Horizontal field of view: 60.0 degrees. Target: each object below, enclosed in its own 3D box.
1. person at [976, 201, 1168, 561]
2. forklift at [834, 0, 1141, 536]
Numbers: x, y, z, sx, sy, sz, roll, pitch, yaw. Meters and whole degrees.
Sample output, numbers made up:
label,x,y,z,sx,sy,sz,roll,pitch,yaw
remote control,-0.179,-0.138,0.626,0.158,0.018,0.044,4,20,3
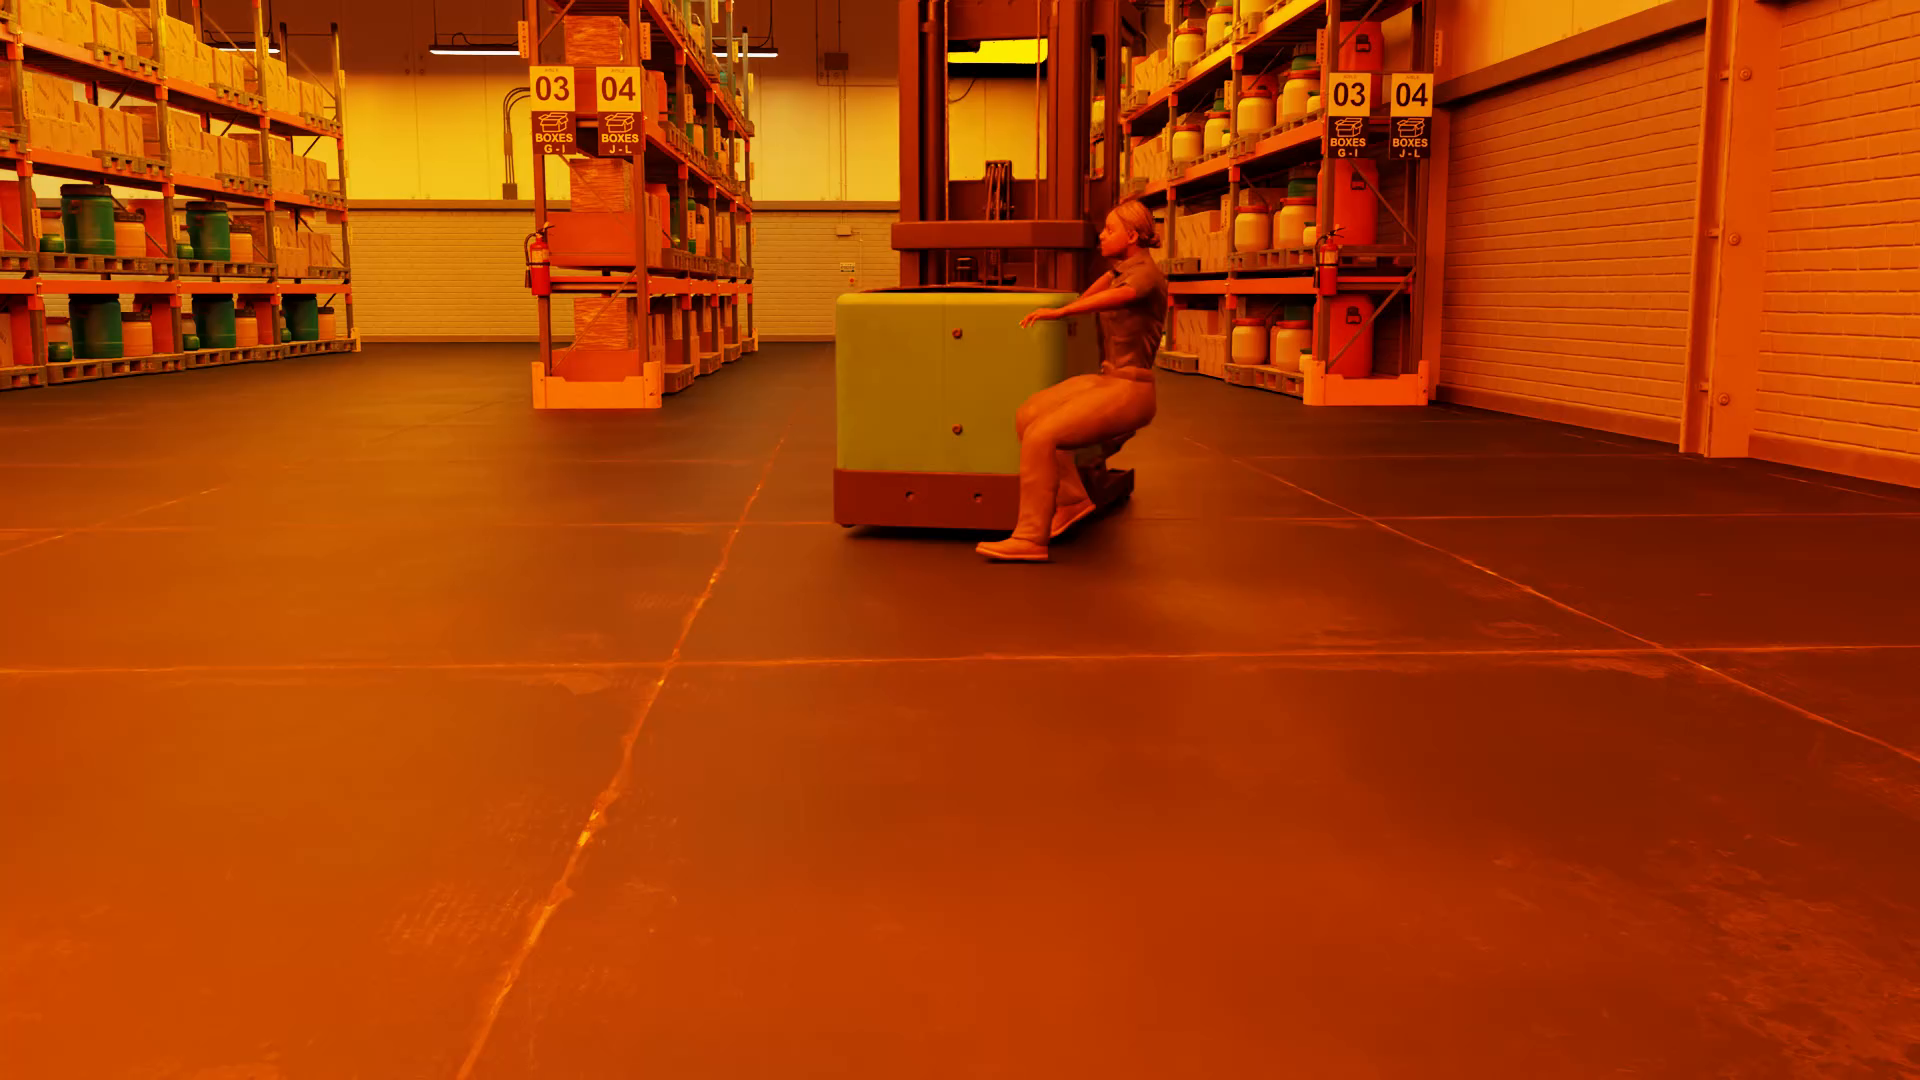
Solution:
label,x,y,z,sx,sy,sz,roll,pitch,yaw
person,0.442,-0.651,6.783,0.786,1.431,1.017,-1,8,-6
forklift,0.300,-1.645,8.410,1.130,2.935,3.031,2,9,14
